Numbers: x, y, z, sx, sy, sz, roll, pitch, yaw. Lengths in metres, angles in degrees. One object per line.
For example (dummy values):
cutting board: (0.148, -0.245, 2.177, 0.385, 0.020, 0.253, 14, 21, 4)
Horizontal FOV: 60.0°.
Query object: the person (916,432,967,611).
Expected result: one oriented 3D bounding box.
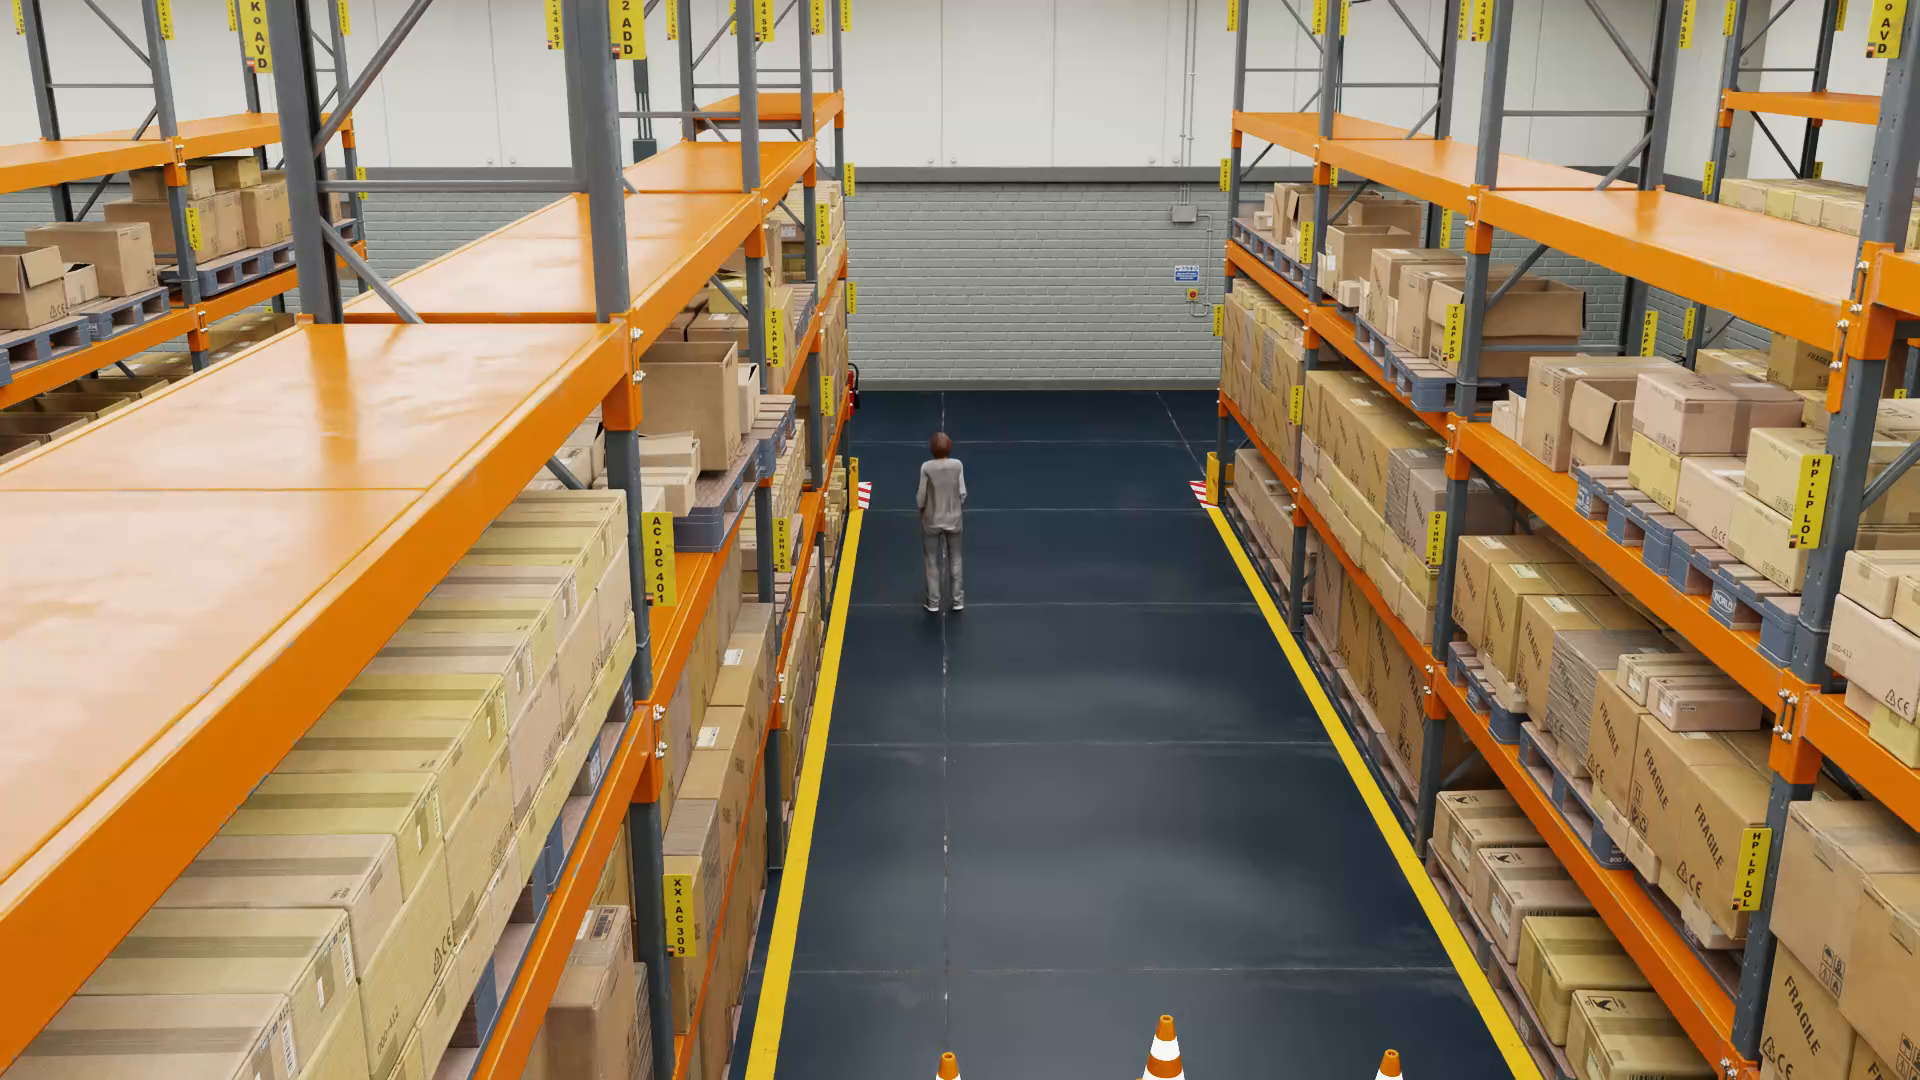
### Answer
person: (-0.162, -0.164, 14.562, 0.444, 1.602, 0.384, -3, 18, -10)
